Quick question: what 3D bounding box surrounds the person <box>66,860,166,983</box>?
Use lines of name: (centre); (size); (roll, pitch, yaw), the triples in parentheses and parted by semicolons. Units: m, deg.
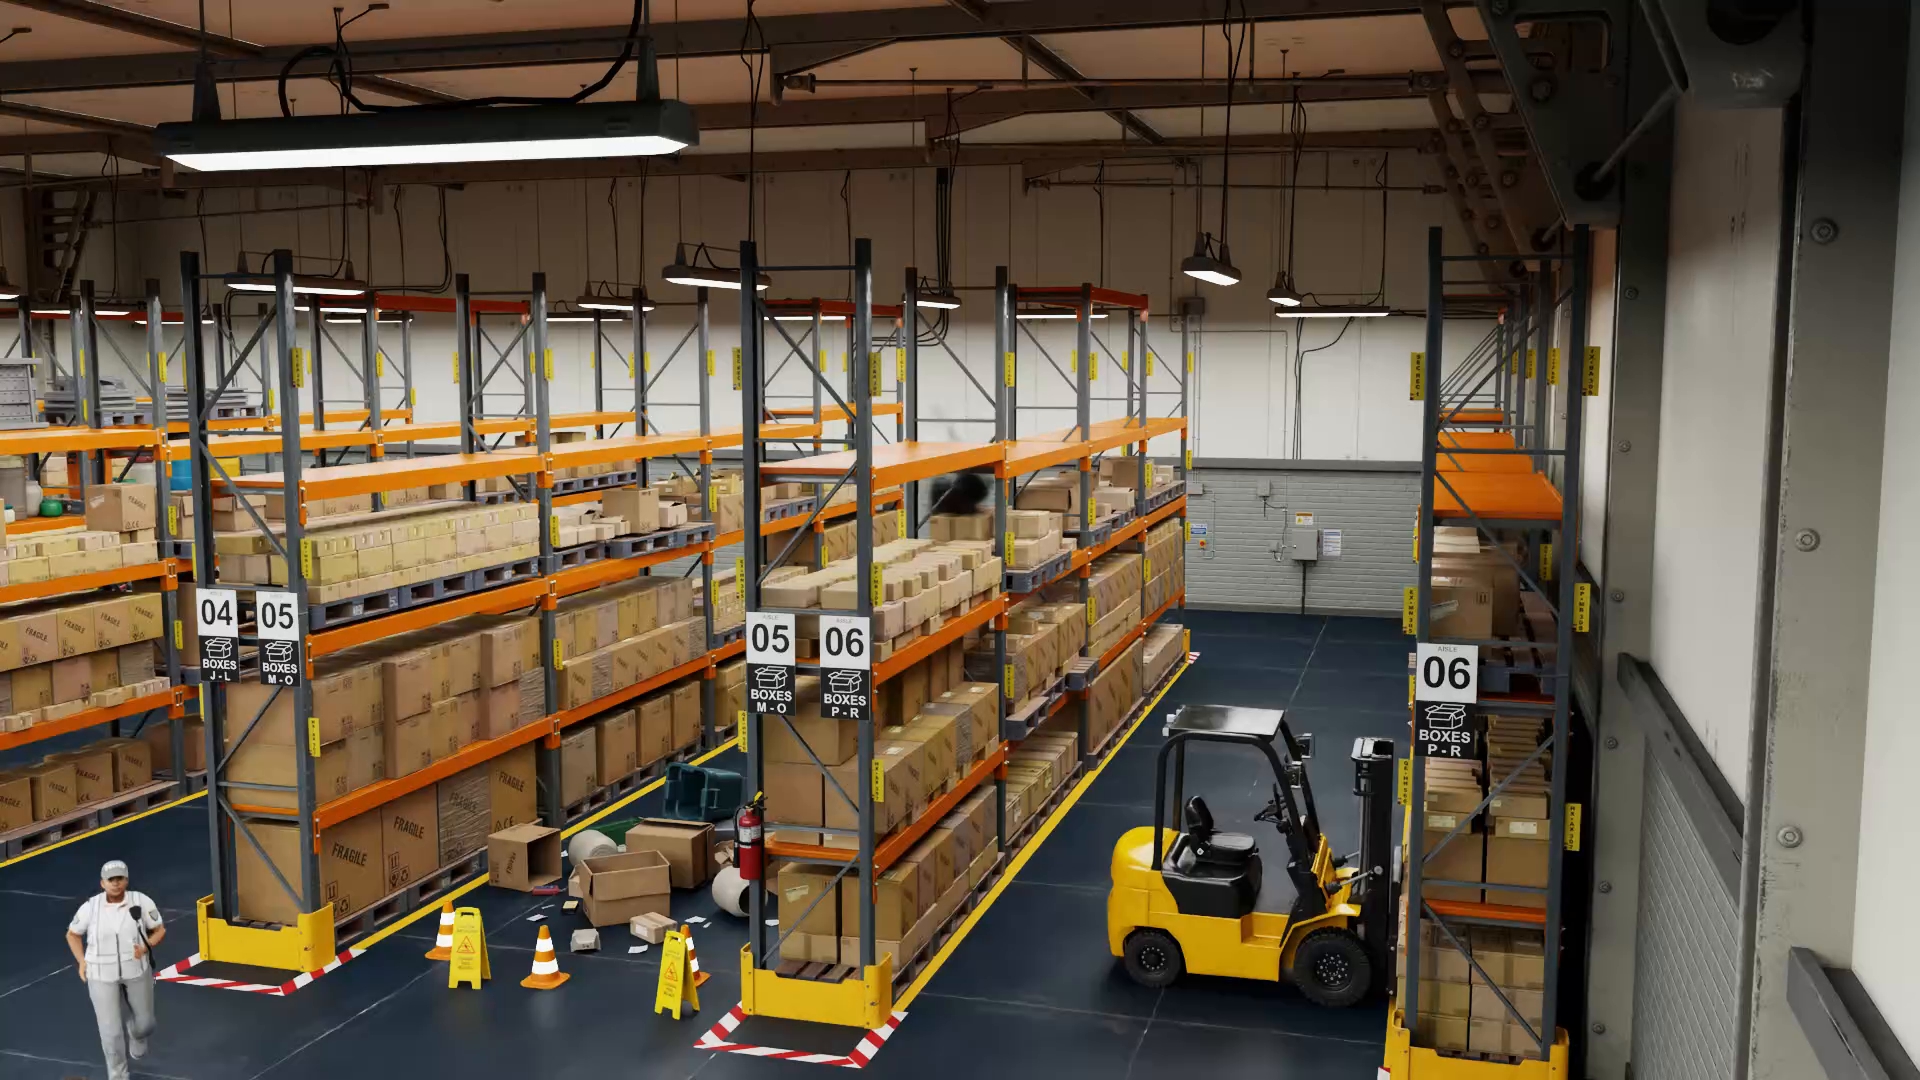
person: (-5.872, 2.645, 11.580); (0.620, 0.803, 0.515); (-4, 7, -31)

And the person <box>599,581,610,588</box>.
person: (-5.641, 1.388, 26.546); (0.501, 1.480, 0.584); (1, 7, 11)
